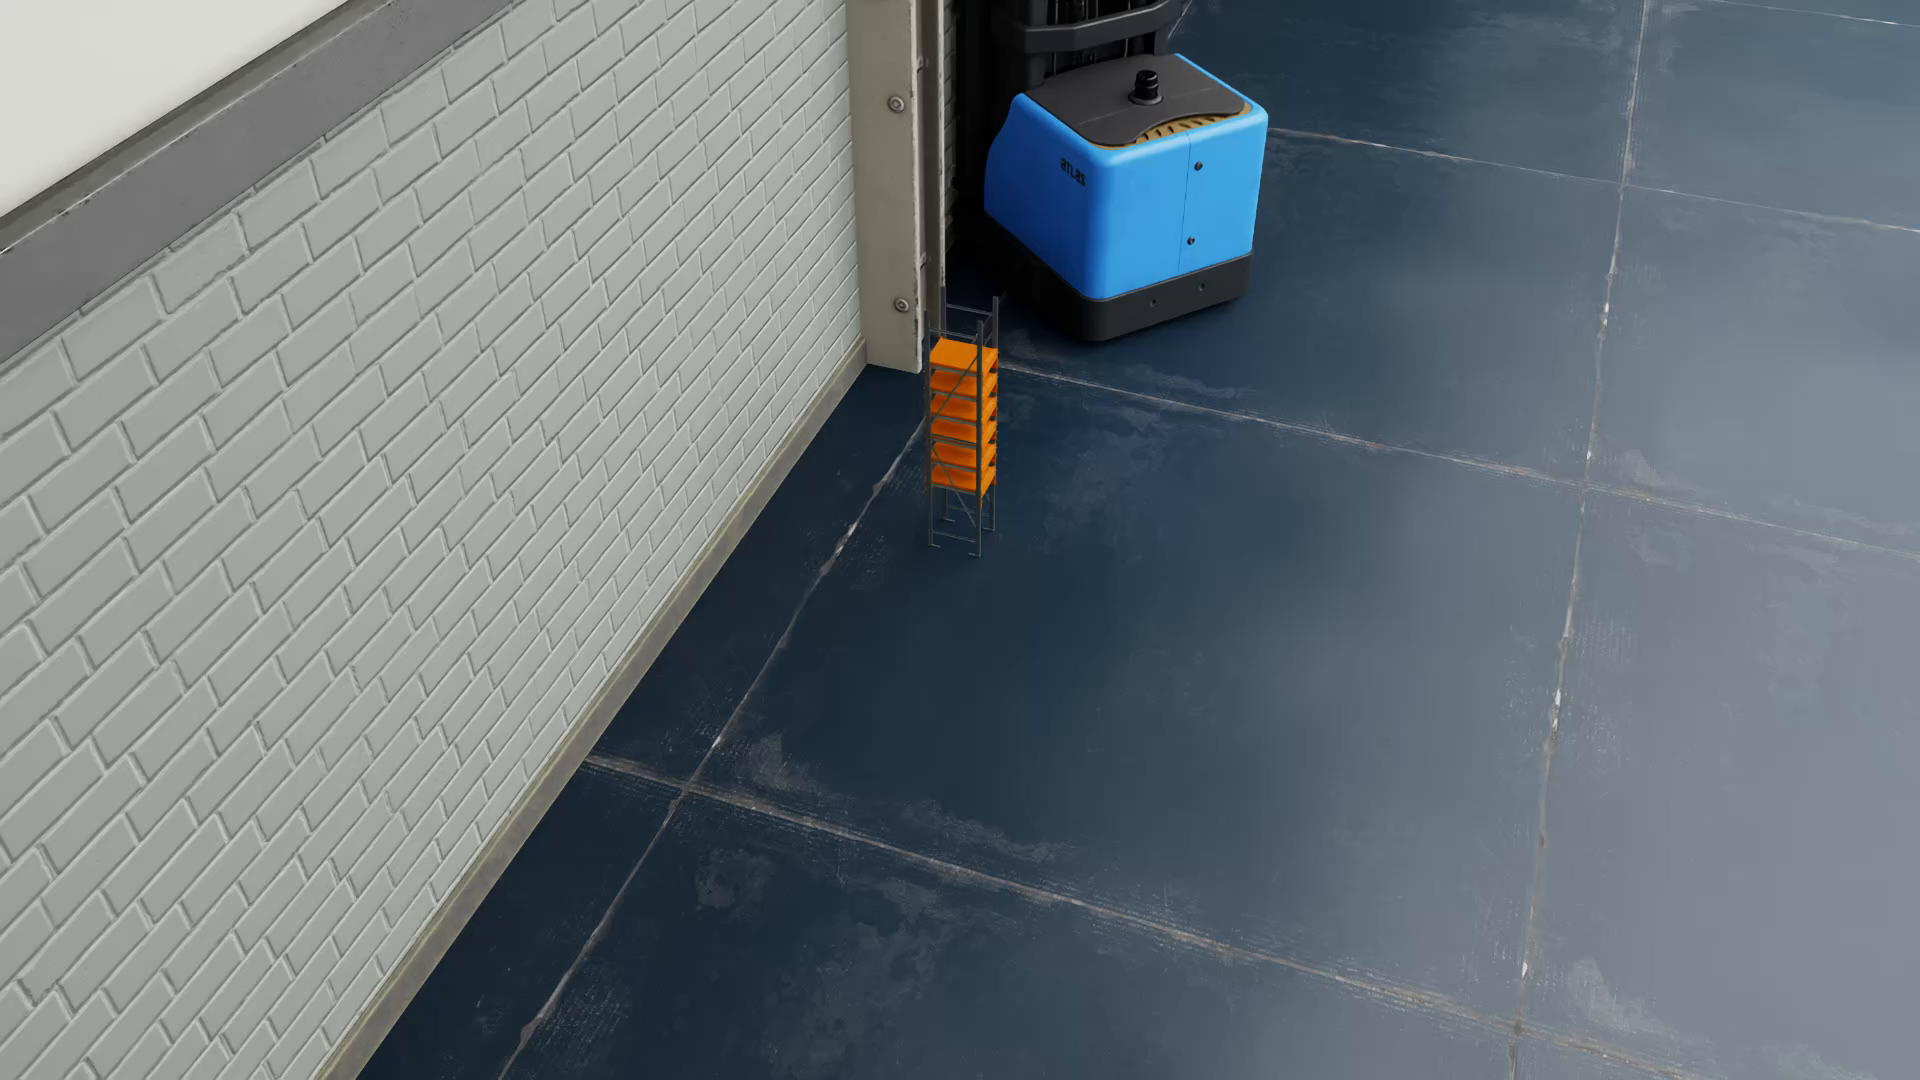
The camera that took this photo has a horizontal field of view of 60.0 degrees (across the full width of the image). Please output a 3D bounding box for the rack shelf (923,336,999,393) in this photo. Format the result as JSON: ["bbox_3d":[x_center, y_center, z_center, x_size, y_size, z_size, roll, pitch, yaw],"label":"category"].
[{"bbox_3d":[0.005,-0.705,6.666,0.258,0.103,0.180,13,42,15],"label":"rack shelf"}]

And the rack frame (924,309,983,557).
[{"bbox_3d":[-0.026,-0.409,6.806,0.240,1.200,0.006,13,42,15],"label":"rack frame"}]

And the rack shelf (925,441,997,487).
[{"bbox_3d":[0.005,-0.340,6.978,0.258,0.103,0.180,13,42,15],"label":"rack shelf"}]
